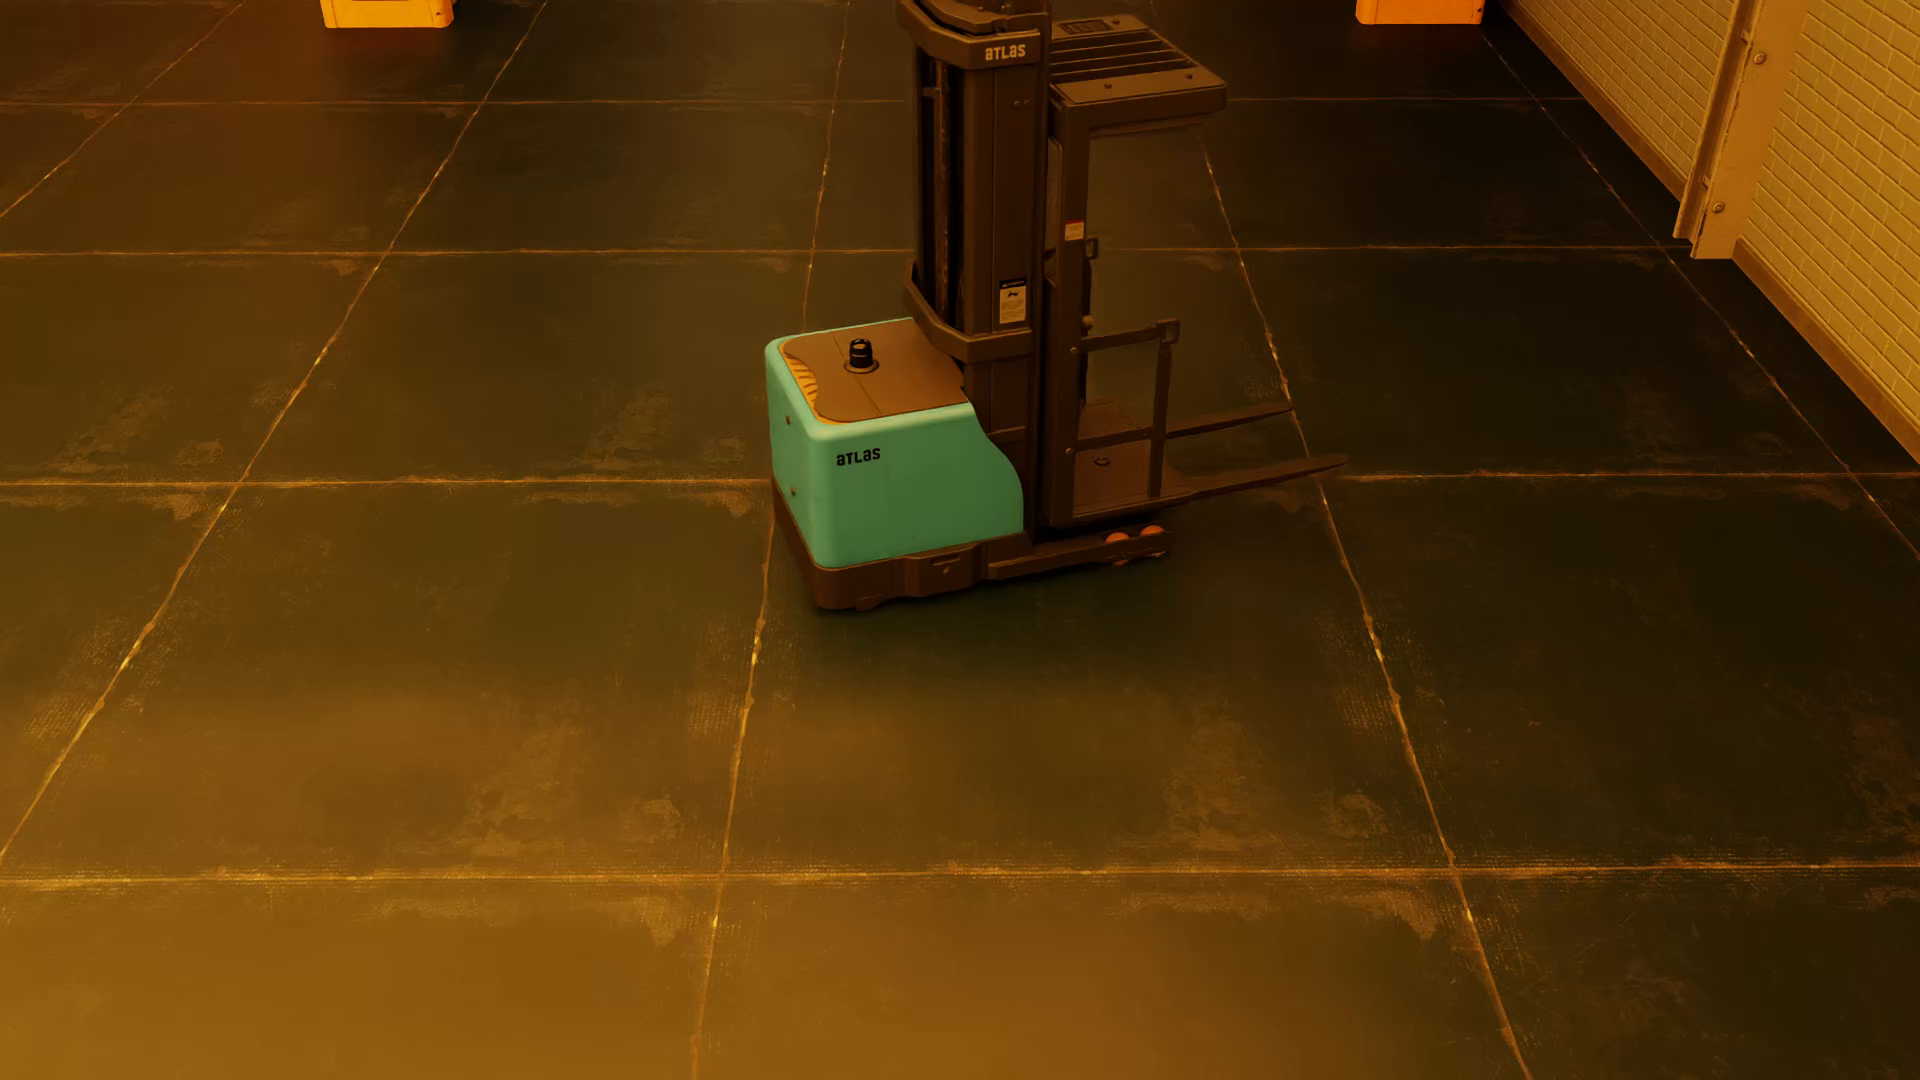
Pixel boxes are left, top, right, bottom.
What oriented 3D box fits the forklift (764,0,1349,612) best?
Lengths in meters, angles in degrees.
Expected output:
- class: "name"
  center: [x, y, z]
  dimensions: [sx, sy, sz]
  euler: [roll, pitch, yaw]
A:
- class: "forklift"
  center: [0.575, -1.350, 8.161]
  dimensions: [3.031, 2.935, 1.130]
  euler: [-11, 36, -16]
